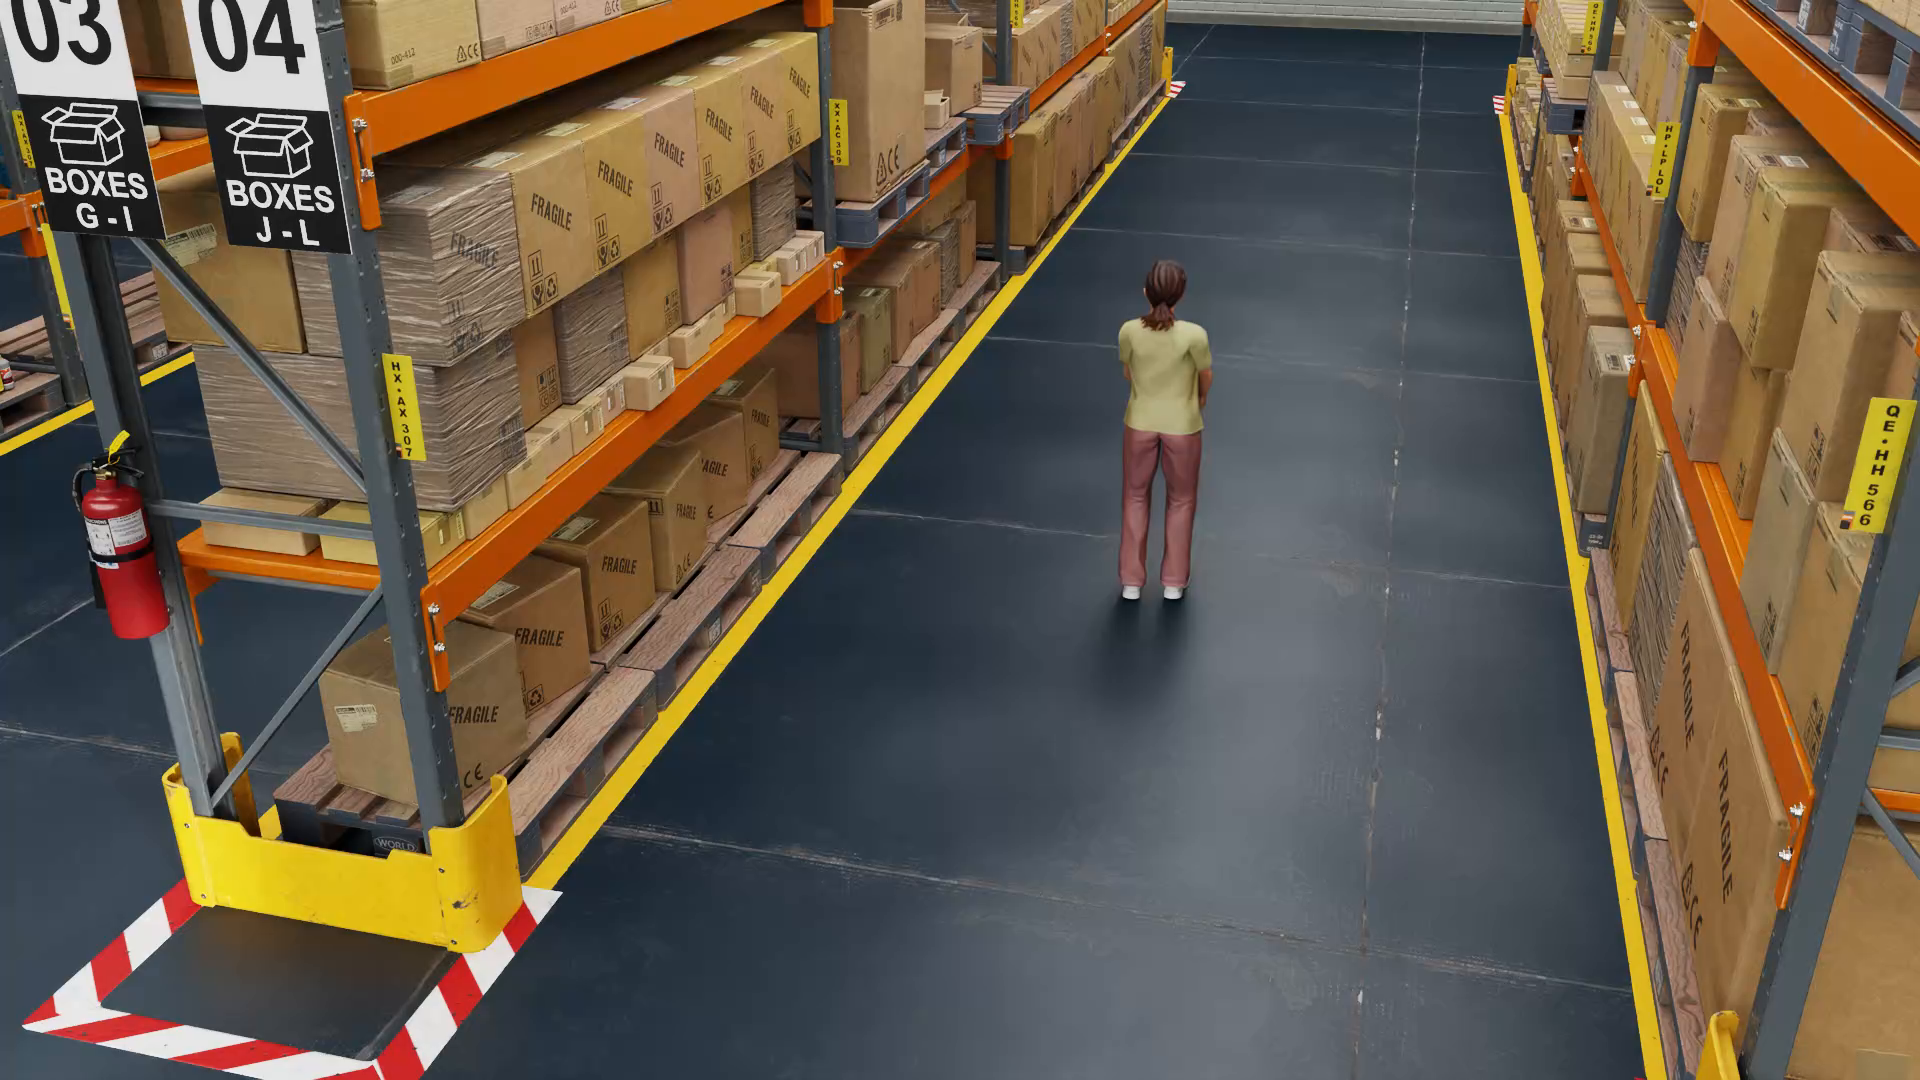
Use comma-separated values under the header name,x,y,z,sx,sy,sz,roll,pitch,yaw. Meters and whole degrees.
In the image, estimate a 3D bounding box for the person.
name,x,y,z,sx,sy,sz,roll,pitch,yaw
person,0.945,-0.520,7.721,0.425,1.663,0.554,7,26,14
